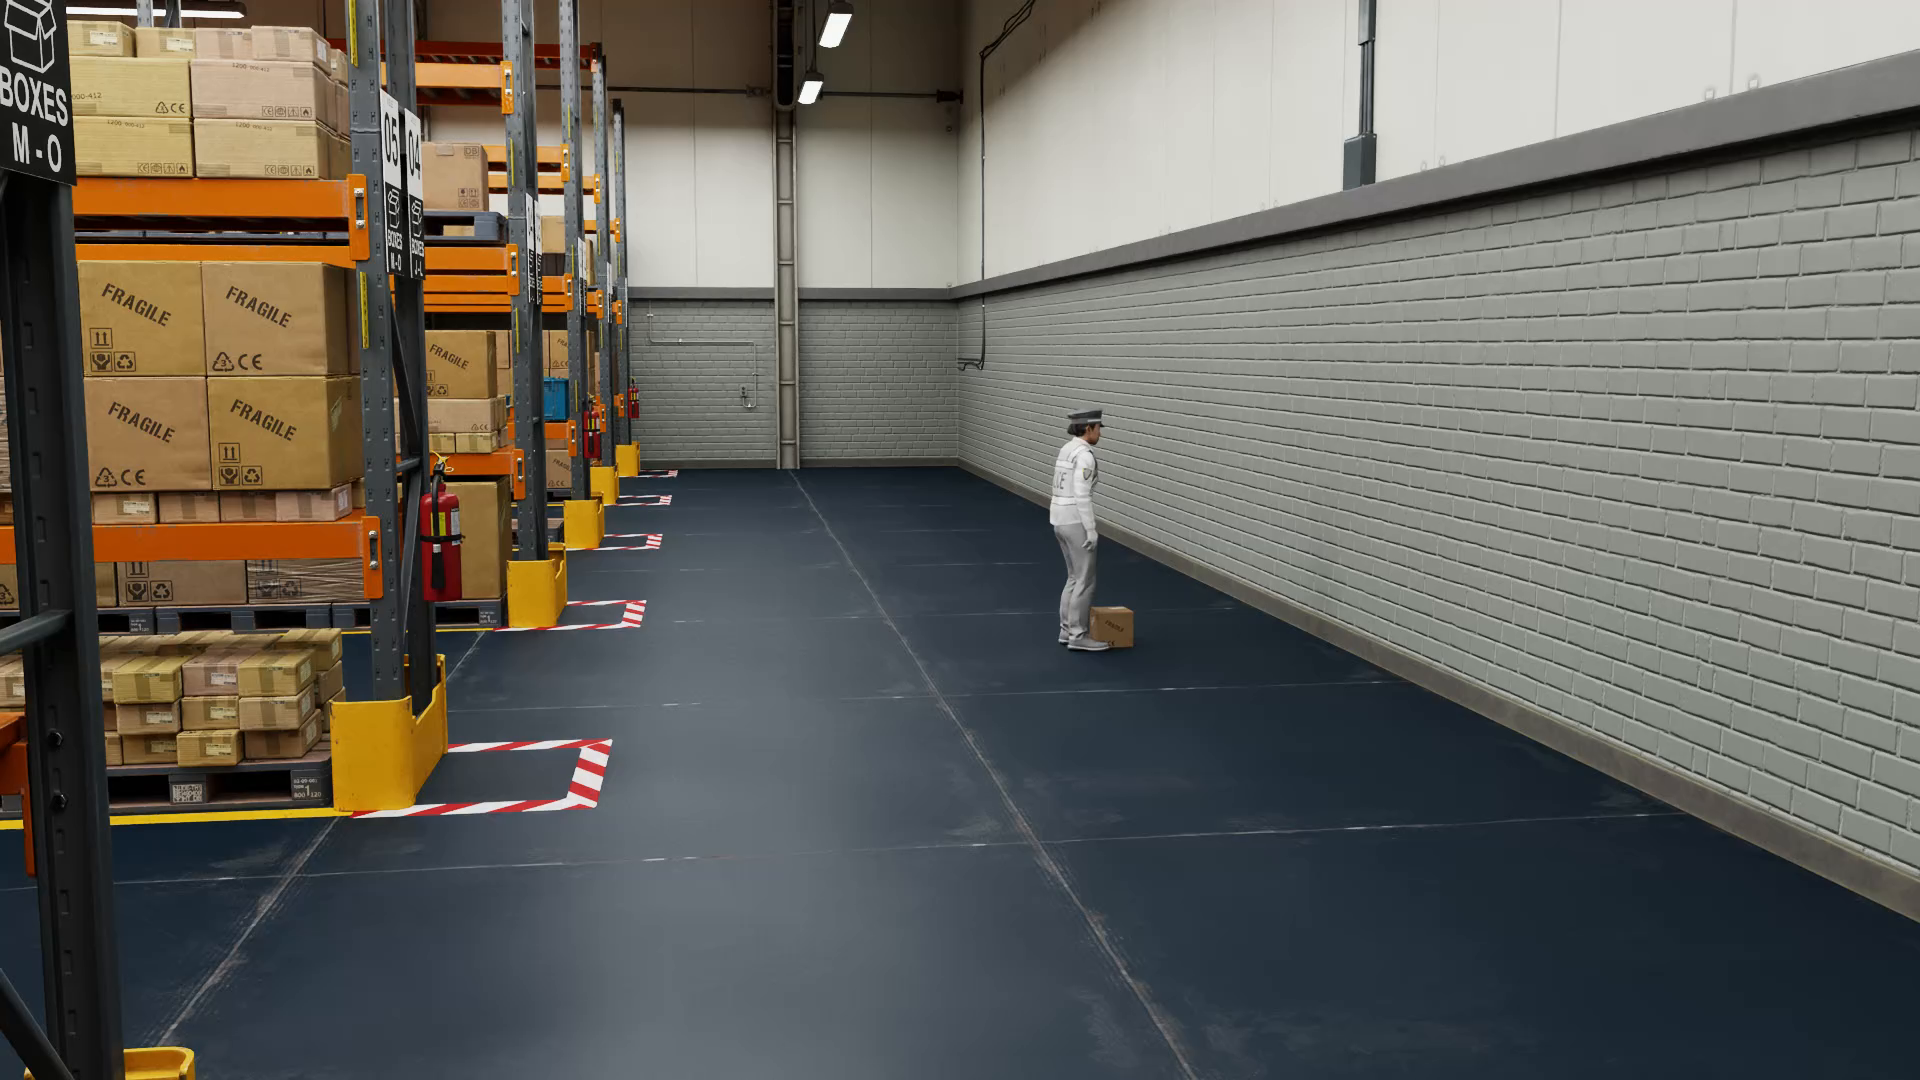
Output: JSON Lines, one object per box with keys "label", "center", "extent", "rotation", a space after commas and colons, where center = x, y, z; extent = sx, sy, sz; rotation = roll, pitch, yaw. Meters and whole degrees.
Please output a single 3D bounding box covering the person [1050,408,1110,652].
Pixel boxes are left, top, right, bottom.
{"label": "person", "center": [0.824, -0.084, 11.558], "extent": [0.374, 1.661, 0.540], "rotation": [-1, 7, -12]}
